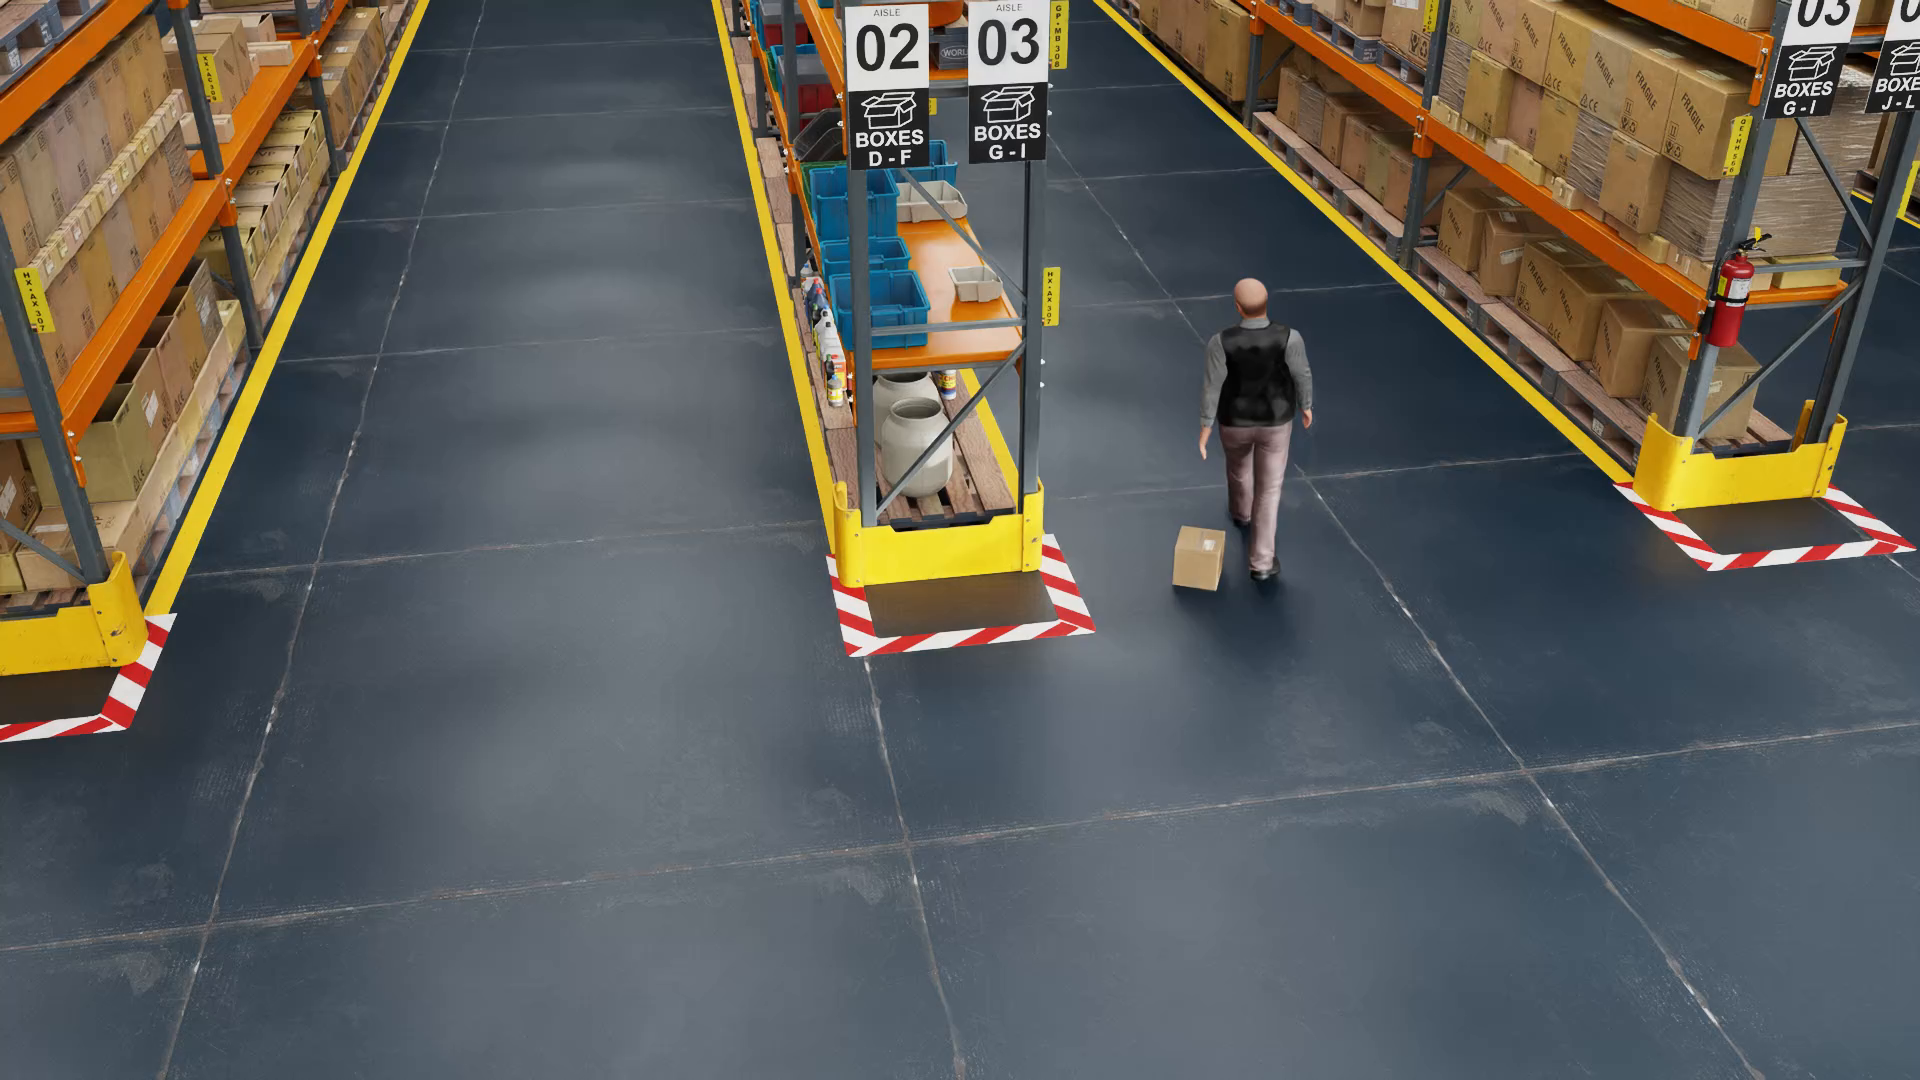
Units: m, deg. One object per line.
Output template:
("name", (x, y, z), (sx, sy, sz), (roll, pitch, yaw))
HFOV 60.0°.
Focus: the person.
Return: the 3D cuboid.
("person", (1.663, -0.688, 9.341), (0.606, 1.675, 0.999), (7, 31, 12))
